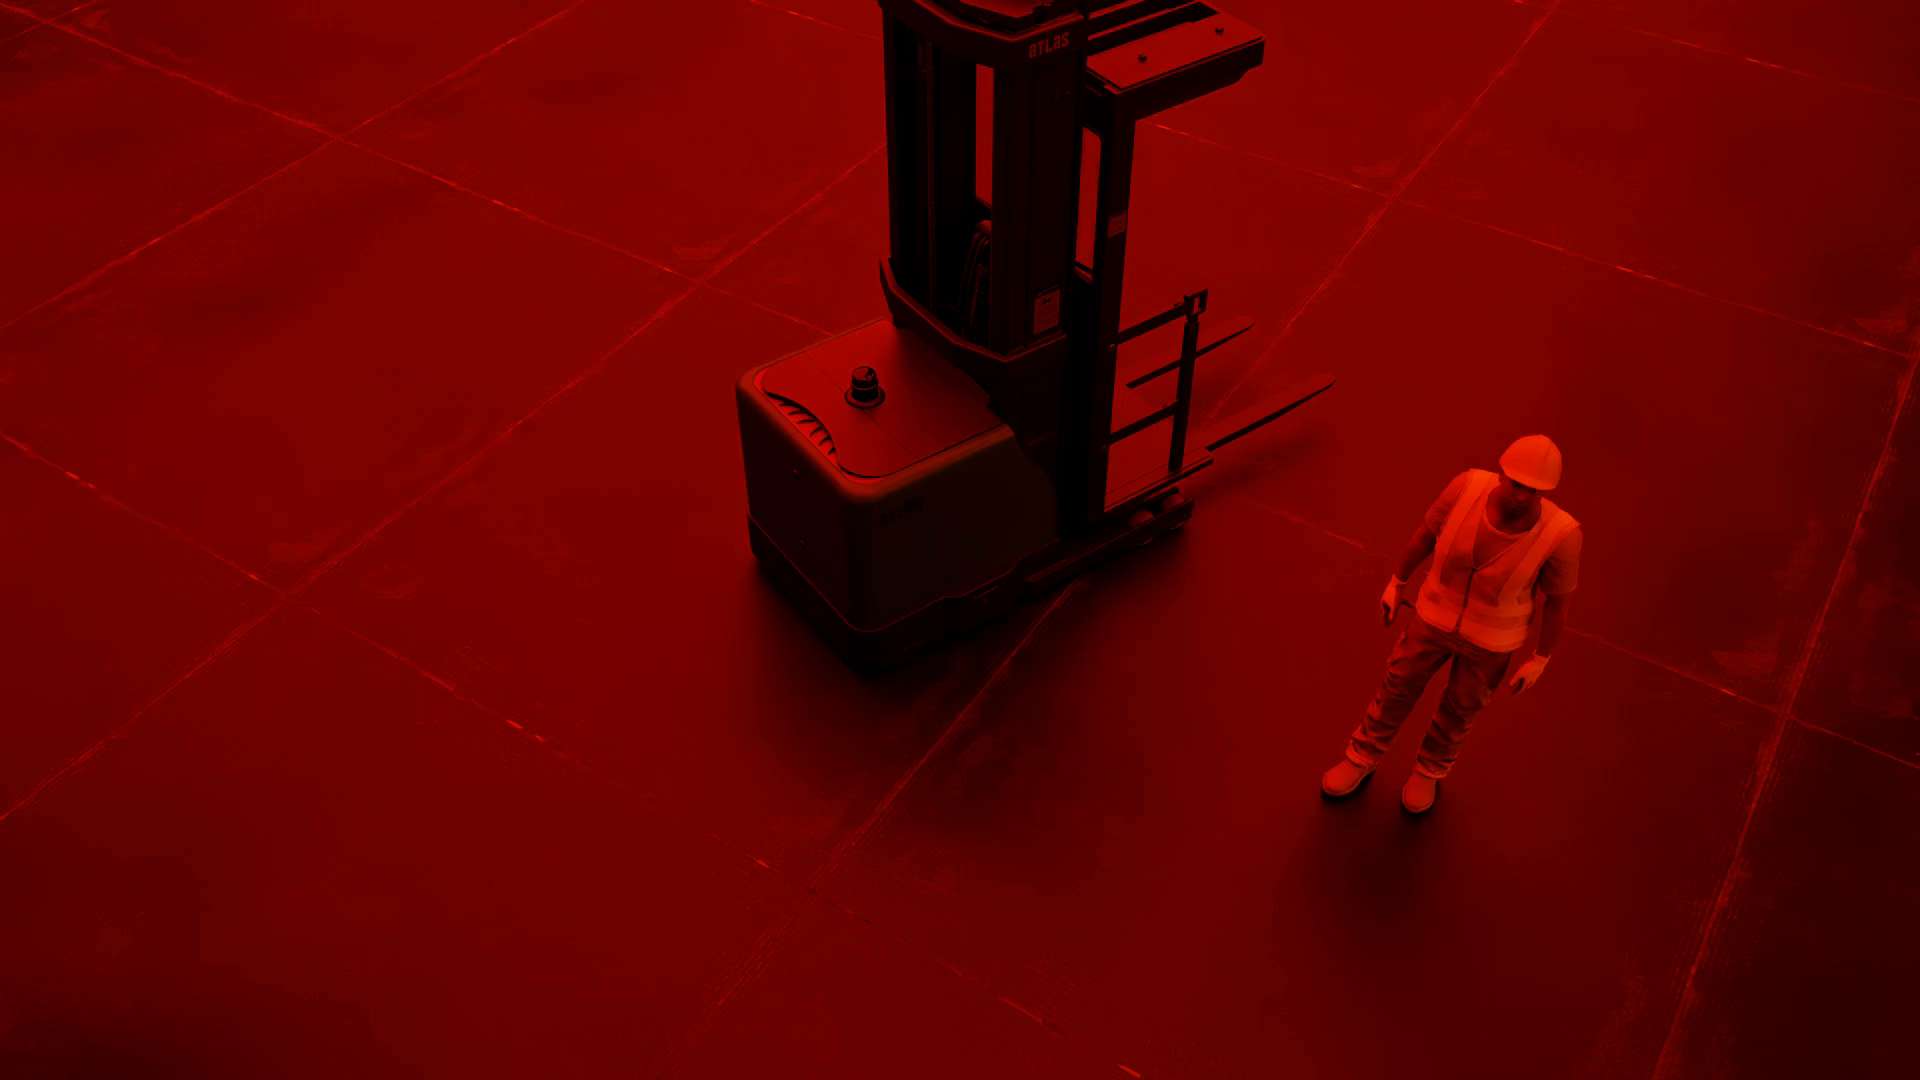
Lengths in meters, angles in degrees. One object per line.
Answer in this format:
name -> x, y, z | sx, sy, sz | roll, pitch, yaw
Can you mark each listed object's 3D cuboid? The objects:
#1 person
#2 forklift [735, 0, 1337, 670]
person -> 1.887, 0.364, 6.289 | 0.655, 1.785, 0.576 | 27, 50, 25
forklift -> 0.509, -1.313, 7.233 | 3.031, 2.935, 1.130 | -26, 49, -25
